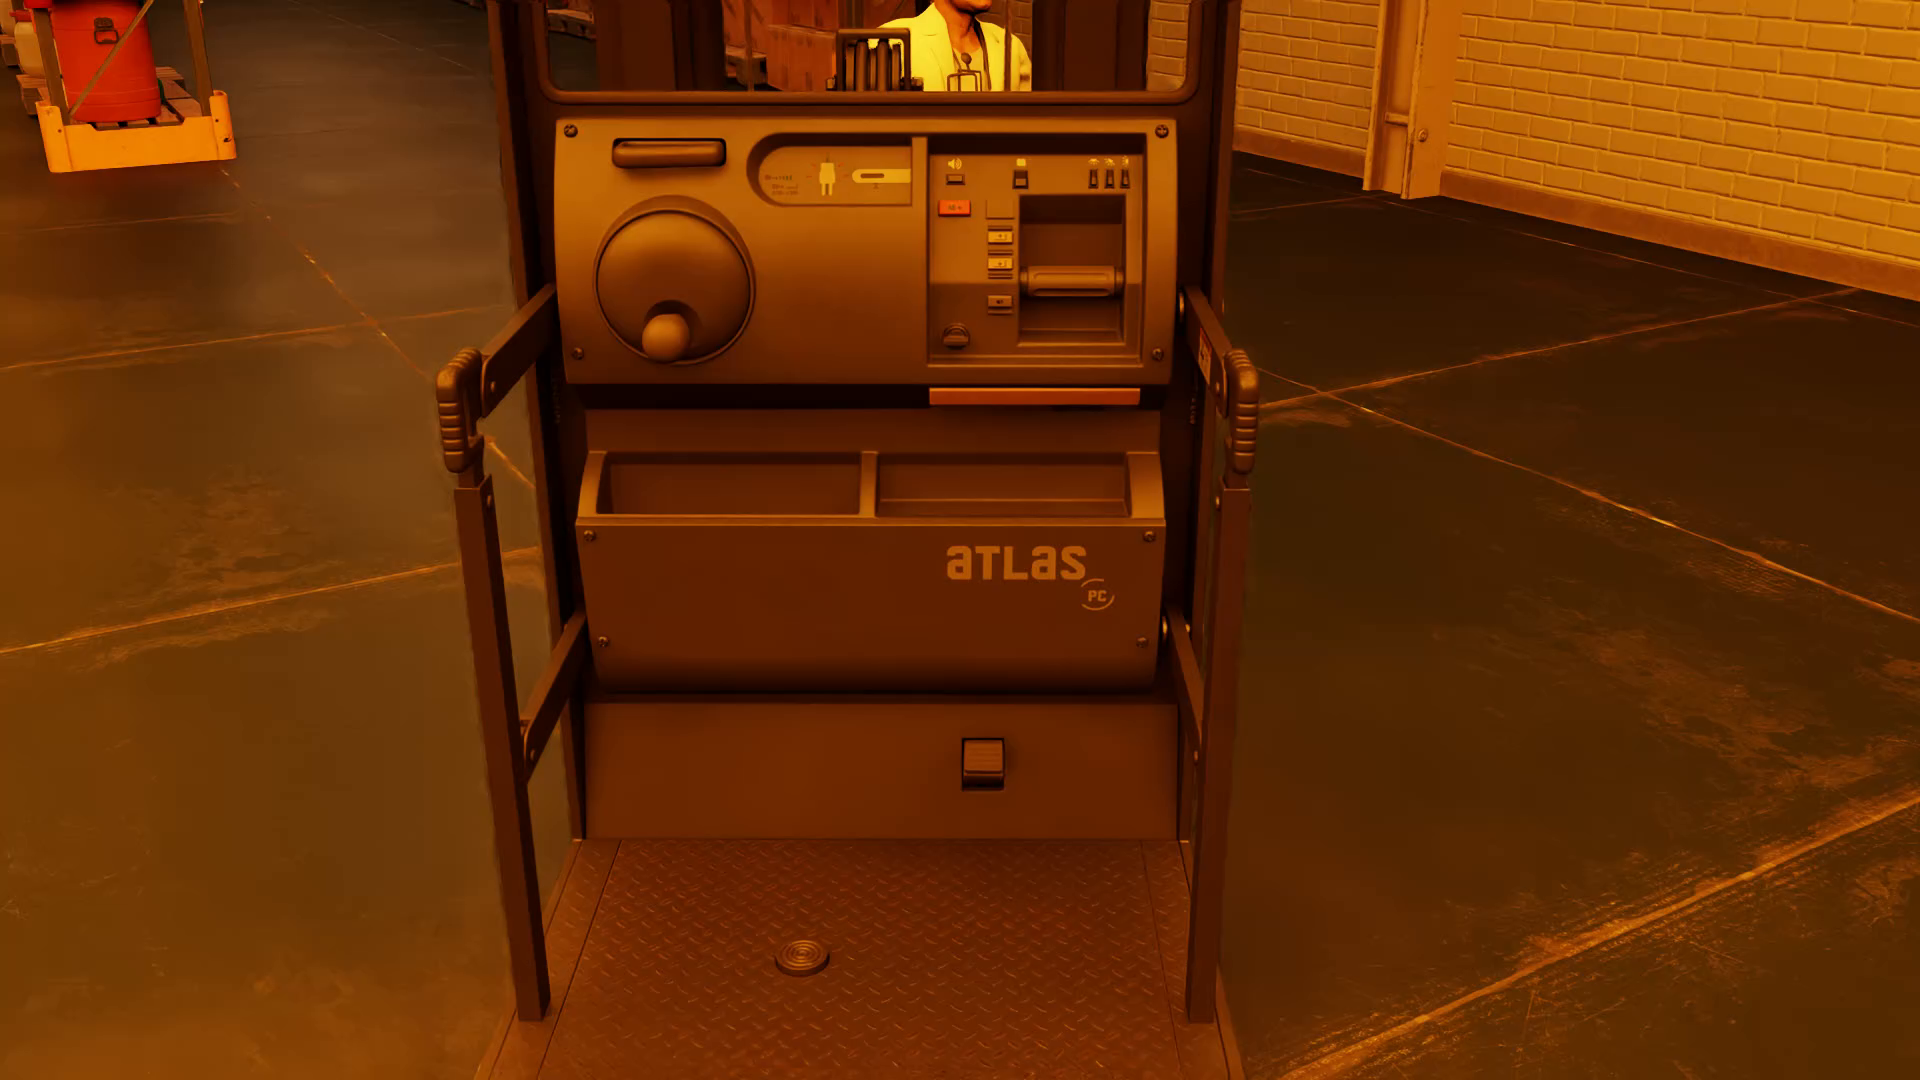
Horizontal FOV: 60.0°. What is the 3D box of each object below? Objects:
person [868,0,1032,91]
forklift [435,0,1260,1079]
[{"bbox_3d":[0.043,-0.798,4.719,0.698,1.777,0.578,-12,25,-28],"label":"person"},{"bbox_3d":[-0.139,-0.422,2.301,1.130,2.935,3.031,0,22,0],"label":"forklift"}]
